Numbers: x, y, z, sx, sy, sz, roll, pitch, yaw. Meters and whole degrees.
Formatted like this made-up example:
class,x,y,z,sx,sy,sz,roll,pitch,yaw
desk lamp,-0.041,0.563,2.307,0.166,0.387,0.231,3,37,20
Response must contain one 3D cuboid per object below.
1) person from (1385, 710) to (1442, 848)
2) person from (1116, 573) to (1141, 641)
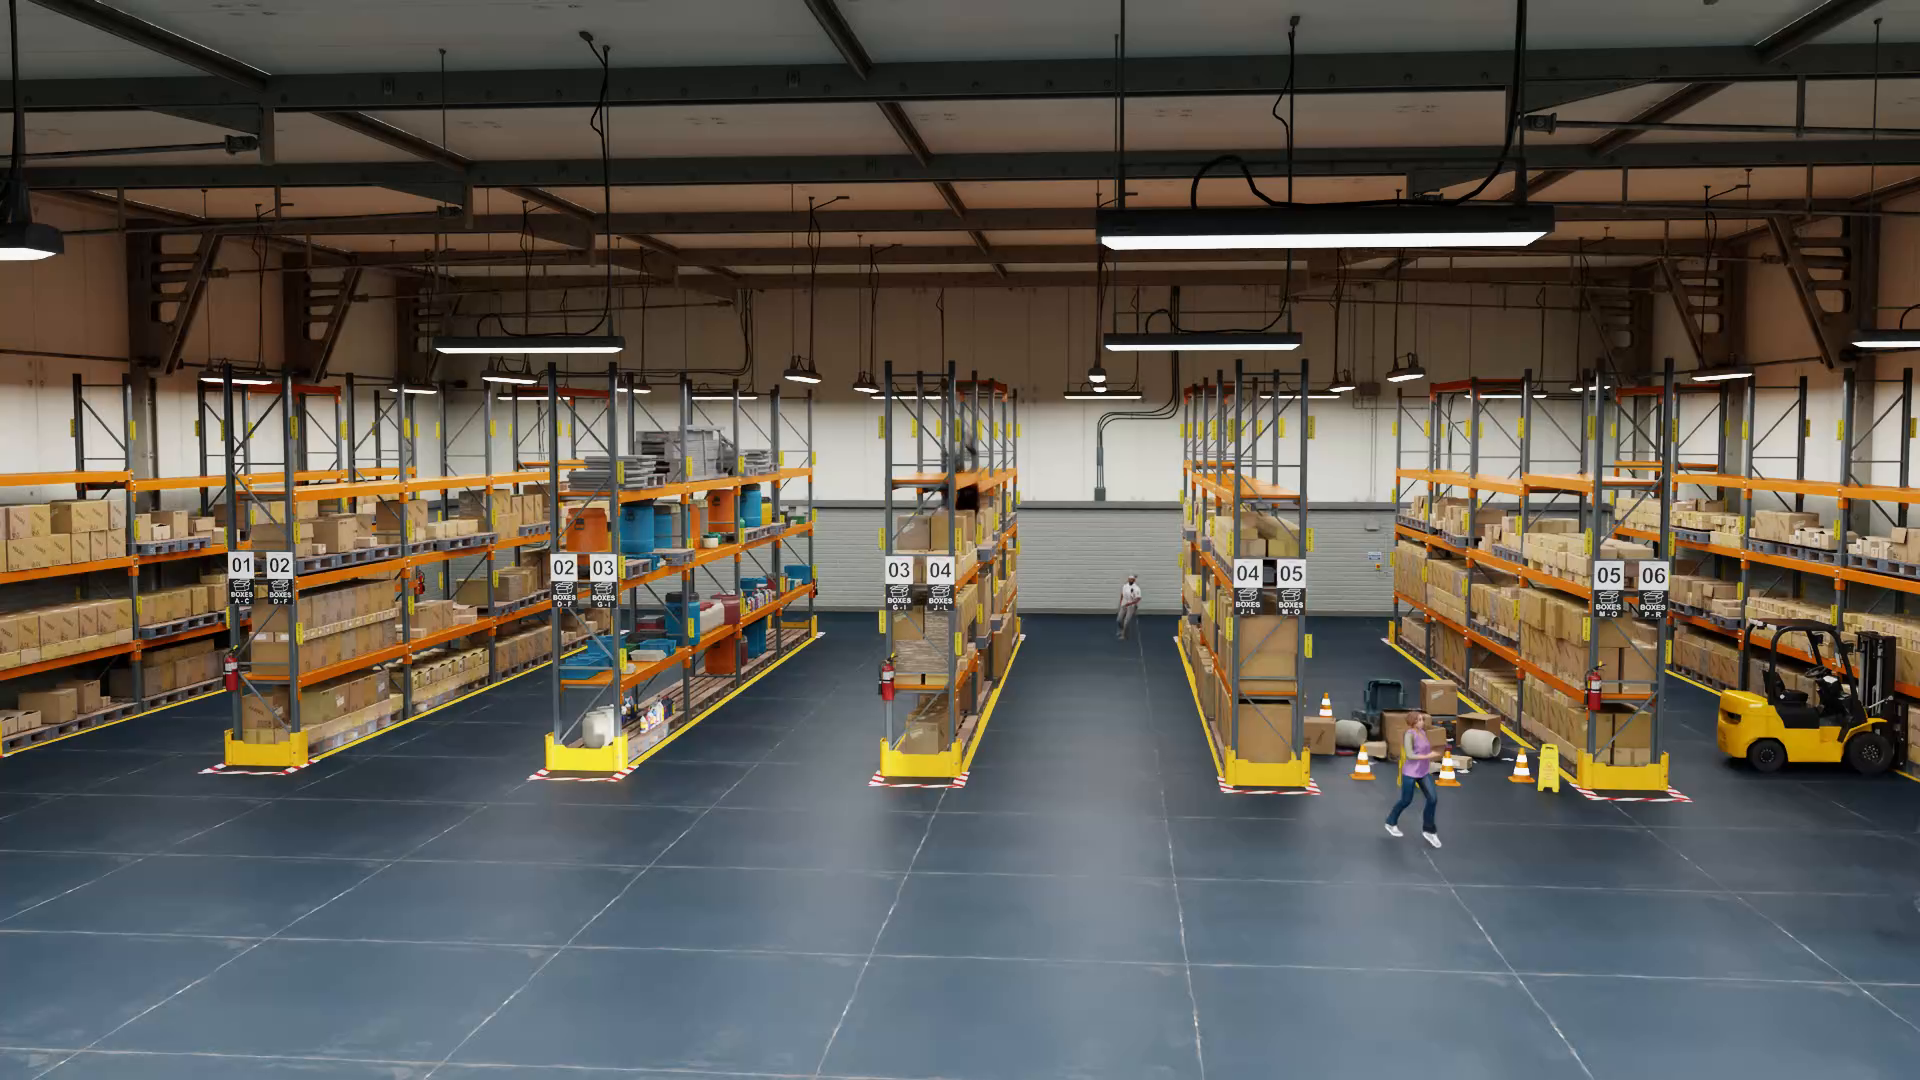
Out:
class,x,y,z,sx,sy,sz,roll,pitch,yaw
person,5.500,2.876,20.137,0.507,1.623,0.741,-3,5,-37
person,3.974,1.591,39.571,0.685,1.632,0.525,2,4,30
